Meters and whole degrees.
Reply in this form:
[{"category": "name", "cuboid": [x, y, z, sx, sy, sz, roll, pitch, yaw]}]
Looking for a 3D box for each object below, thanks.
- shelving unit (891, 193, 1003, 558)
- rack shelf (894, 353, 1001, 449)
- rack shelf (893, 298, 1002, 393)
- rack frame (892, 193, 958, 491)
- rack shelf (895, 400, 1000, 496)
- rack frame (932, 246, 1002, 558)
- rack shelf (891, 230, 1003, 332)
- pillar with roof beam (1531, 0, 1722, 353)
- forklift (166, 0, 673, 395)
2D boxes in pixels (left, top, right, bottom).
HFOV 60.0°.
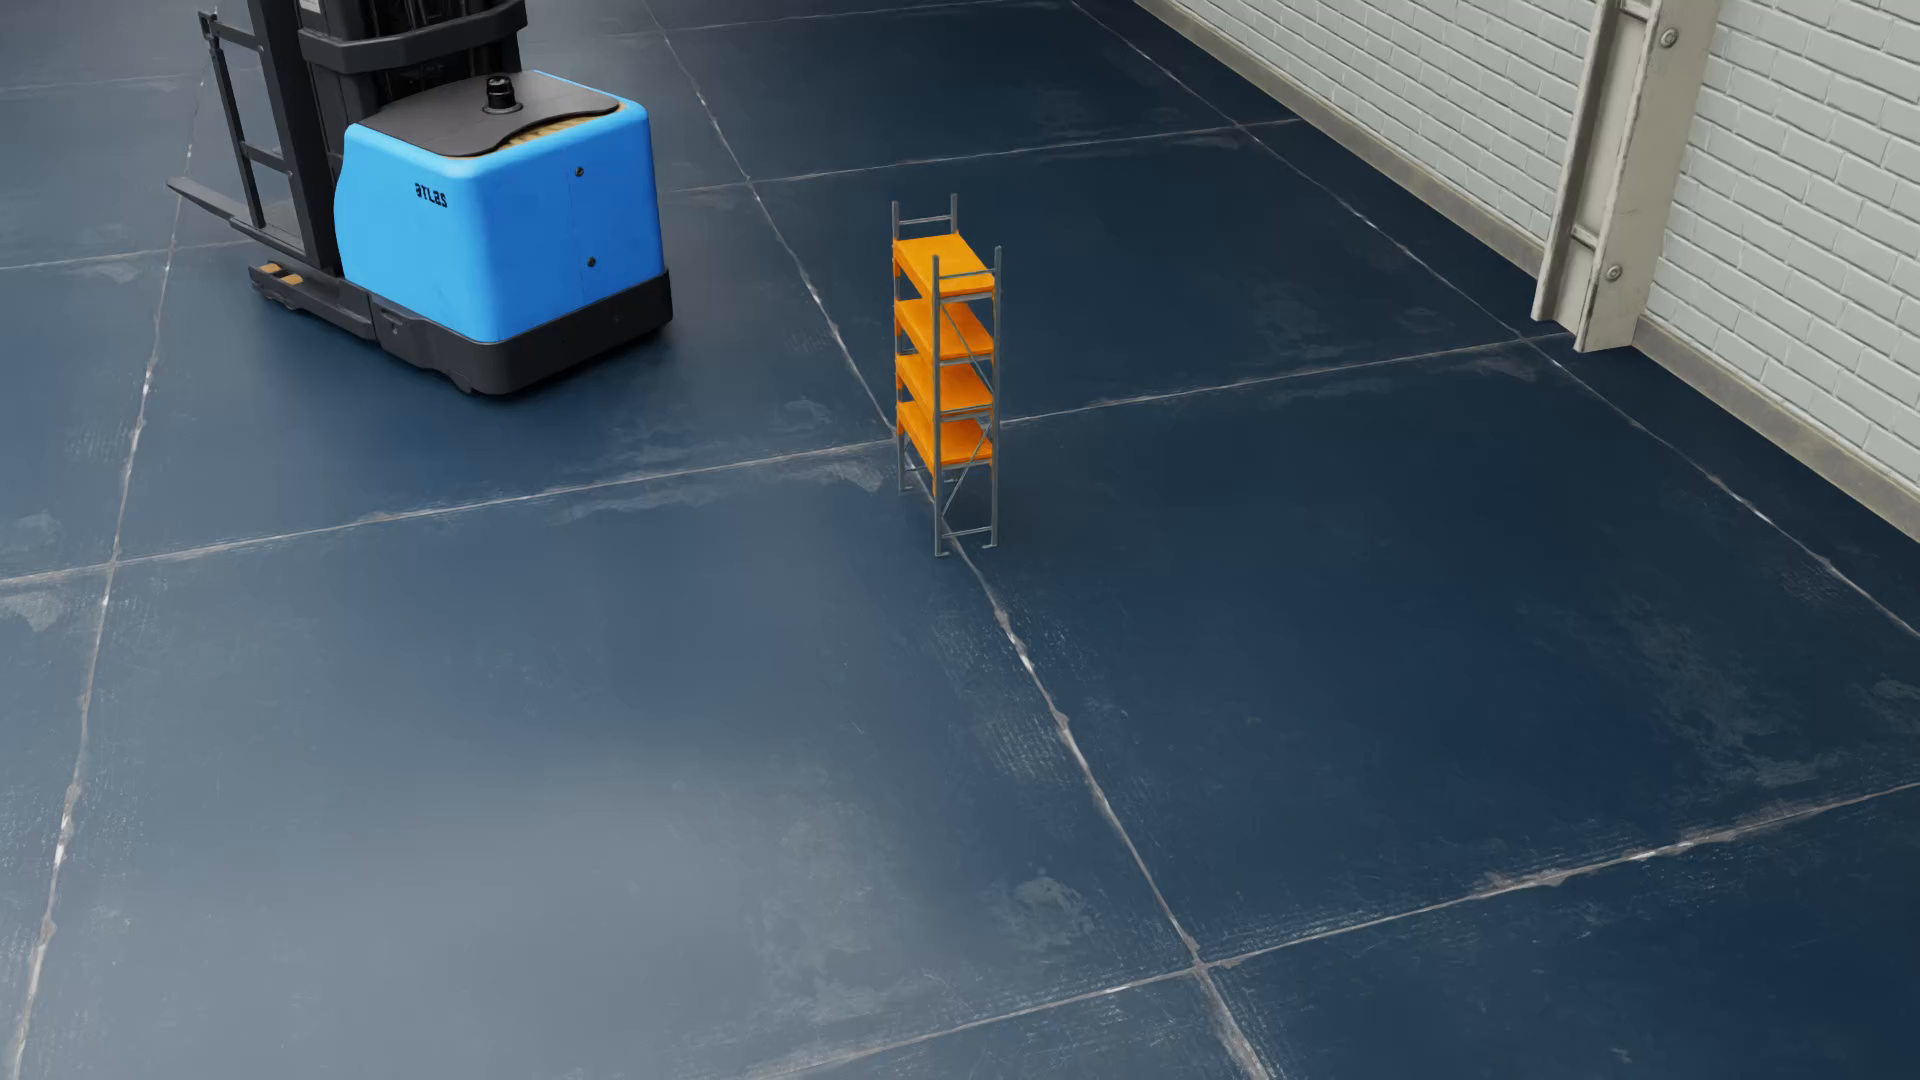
[{"category": "shelving unit", "cuboid": [-0.051, -0.587, 6.051, 0.258, 1.200, 0.503, -10, 35, -15]}, {"category": "rack shelf", "cuboid": [-0.051, -0.531, 6.088, 0.258, 0.148, 0.480, -10, 35, -15]}, {"category": "rack shelf", "cuboid": [-0.051, -0.718, 5.965, 0.258, 0.148, 0.480, -10, 35, -15]}, {"category": "rack frame", "cuboid": [-0.125, -0.716, 6.245, 0.240, 1.200, 0.015, -10, 35, -15]}, {"category": "rack shelf", "cuboid": [-0.051, -0.366, 6.197, 0.258, 0.148, 0.480, -10, 35, -15]}, {"category": "rack frame", "cuboid": [0.024, -0.459, 5.857, 0.240, 1.200, 0.015, -10, 35, -15]}, {"category": "rack shelf", "cuboid": [-0.051, -0.915, 5.834, 0.258, 0.148, 0.480, -10, 35, -15]}, {"category": "pillar with roof beam", "cuboid": [-1.205, -4.007, 4.152, 9.100, 9.000, 0.400, -10, 35, -15]}, {"category": "forklift", "cuboid": [-2.776, -2.513, 7.394, 3.031, 2.935, 1.130, 25, 41, 33]}]
